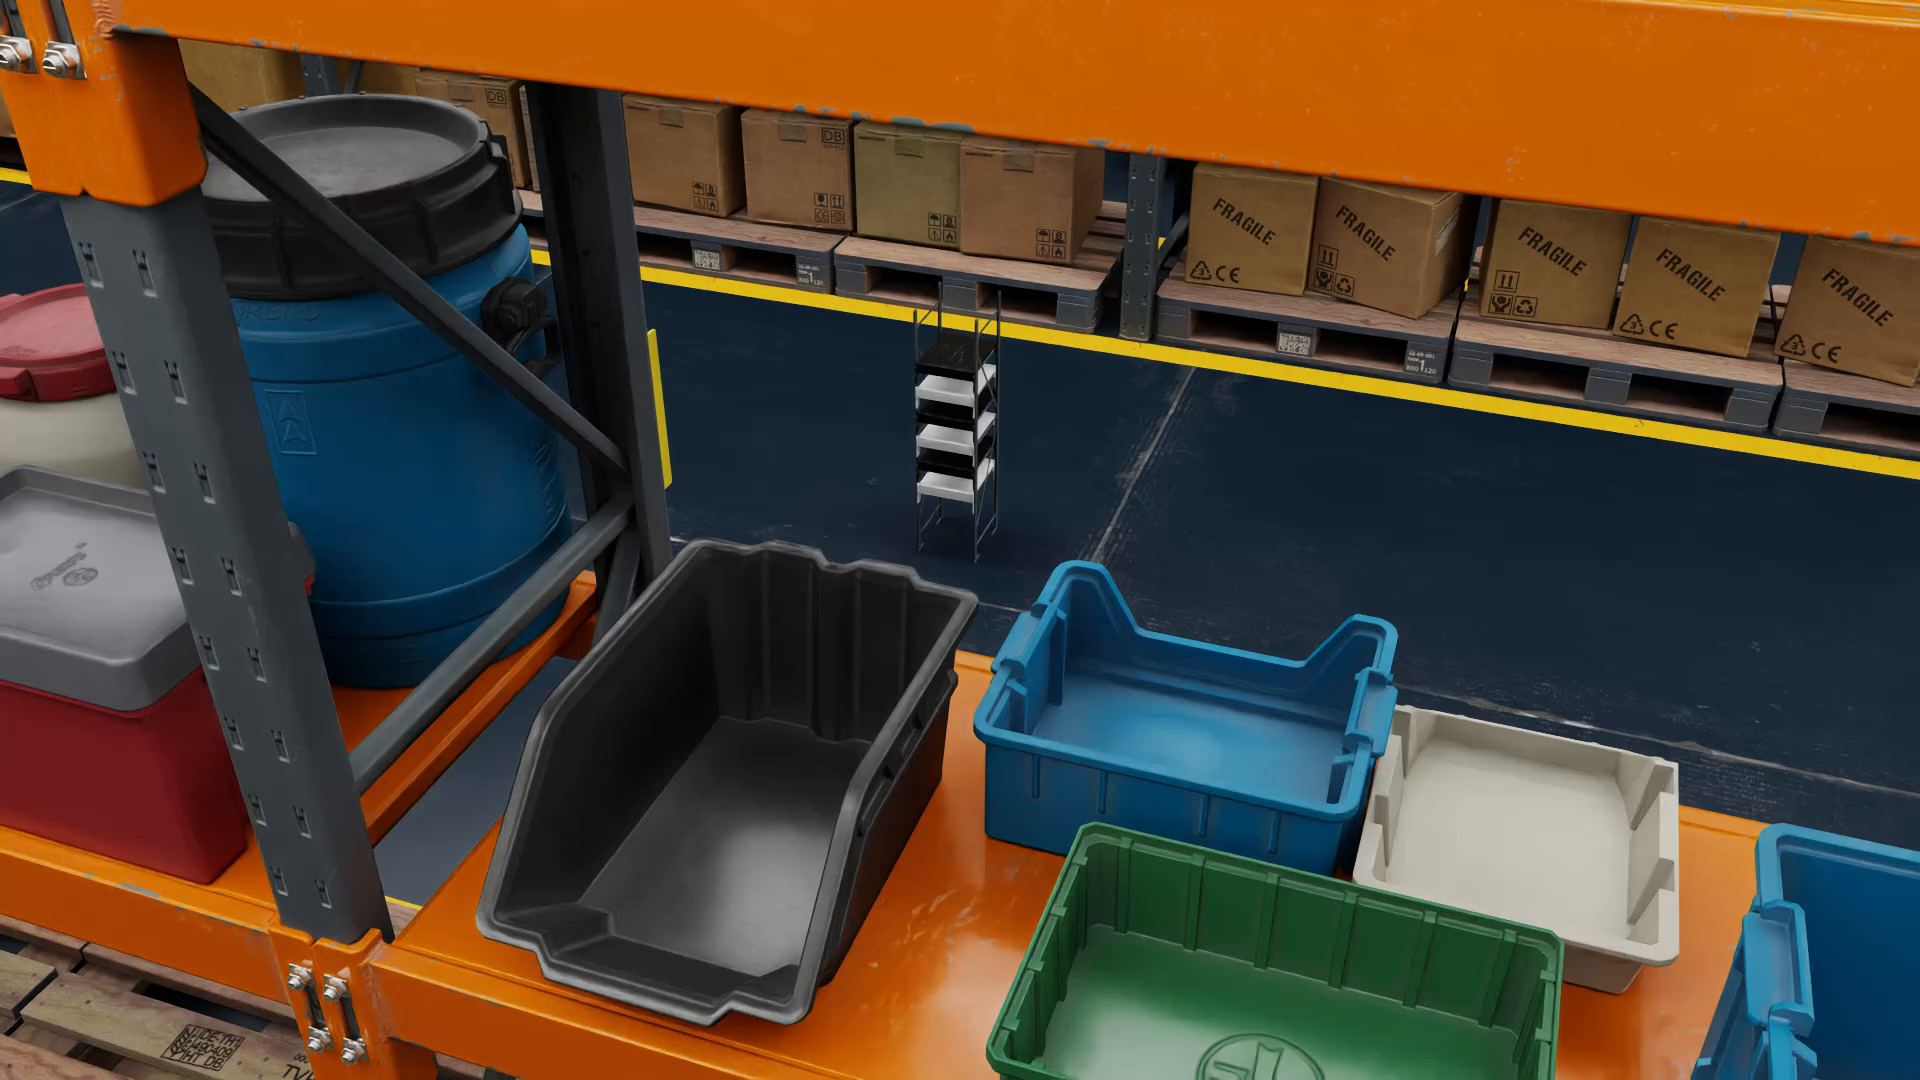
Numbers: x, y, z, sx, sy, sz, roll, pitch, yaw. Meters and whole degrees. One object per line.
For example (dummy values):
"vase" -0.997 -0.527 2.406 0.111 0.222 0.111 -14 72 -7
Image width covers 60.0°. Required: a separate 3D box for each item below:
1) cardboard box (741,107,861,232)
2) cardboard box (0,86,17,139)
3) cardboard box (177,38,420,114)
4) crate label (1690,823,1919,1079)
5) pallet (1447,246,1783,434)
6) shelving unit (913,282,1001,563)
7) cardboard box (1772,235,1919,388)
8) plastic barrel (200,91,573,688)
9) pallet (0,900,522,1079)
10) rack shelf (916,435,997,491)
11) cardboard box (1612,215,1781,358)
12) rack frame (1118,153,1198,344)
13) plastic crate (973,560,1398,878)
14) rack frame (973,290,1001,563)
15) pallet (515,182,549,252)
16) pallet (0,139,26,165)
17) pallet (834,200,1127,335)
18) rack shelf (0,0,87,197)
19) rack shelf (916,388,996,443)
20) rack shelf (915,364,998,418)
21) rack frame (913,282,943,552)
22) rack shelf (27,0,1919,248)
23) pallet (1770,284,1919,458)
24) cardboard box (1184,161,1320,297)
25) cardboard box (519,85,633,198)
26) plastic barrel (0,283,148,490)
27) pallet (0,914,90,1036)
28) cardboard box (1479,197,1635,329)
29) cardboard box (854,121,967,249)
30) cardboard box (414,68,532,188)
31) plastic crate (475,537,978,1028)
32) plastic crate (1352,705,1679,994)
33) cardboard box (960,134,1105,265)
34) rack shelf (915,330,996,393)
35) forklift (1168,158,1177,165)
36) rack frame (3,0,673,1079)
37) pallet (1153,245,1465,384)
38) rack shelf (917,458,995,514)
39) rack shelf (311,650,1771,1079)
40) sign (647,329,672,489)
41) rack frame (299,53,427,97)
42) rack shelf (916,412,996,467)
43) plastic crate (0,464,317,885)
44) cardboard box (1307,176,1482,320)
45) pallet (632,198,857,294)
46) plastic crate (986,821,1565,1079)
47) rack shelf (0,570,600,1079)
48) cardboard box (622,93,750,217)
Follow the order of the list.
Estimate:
"cardboard box" -0.638 -1.814 7.693 0.500 0.500 0.700 8 34 12
"cardboard box" -4.343 -2.677 8.702 0.875 0.875 1.225 11 34 17
"cardboard box" -3.506 -2.510 8.443 0.875 0.875 1.225 9 34 14
"crate label" 1.172 0.691 1.882 0.616 0.435 0.502 11 34 16
"pallet" 2.698 -0.858 6.884 1.213 0.211 1.003 11 34 16
"shelving unit" -0.008 -0.380 5.508 0.210 0.900 0.258 11 34 16
"cardboard box" 3.511 -0.966 6.398 0.500 0.500 0.500 21 38 29
"plastic barrel" -1.031 -0.264 2.931 0.708 0.901 0.600 11 34 16
"pallet" -1.522 1.220 3.666 1.213 0.211 1.003 11 34 16
"rack shelf" -0.008 -0.276 5.575 0.200 0.077 0.258 11 34 16
"cardboard box" 2.928 -1.090 6.590 0.500 0.500 0.500 14 35 21
"rack frame" 0.902 -2.357 6.635 0.127 3.000 1.000 11 34 16
"plastic crate" 0.364 0.299 2.659 0.616 0.251 0.499 11 34 16
"rack frame" 0.088 -0.361 5.479 0.006 0.900 0.240 11 34 16
"pallet" -2.129 -1.774 8.302 1.213 0.211 1.003 11 34 16
"pallet" -4.725 -2.324 9.155 1.213 0.211 1.003 11 34 16
"pallet" 0.168 -1.327 7.611 1.213 0.211 1.003 11 34 16
"rack shelf" -2.652 -1.152 2.666 4.000 0.370 1.077 11 34 16
"rack shelf" -0.008 -0.427 5.477 0.200 0.077 0.258 11 34 16
"rack shelf" -0.008 -0.503 5.429 0.200 0.077 0.258 11 34 16
"rack frame" -0.103 -0.398 5.537 0.006 0.900 0.240 11 34 16
"rack shelf" 1.114 -0.420 1.532 4.000 0.370 1.077 11 34 16
"pallet" 3.843 -0.634 6.537 1.213 0.211 1.003 11 34 16
"cardboard box" 1.265 -1.389 7.054 0.500 0.500 0.500 10 34 15
"cardboard box" -1.700 -2.016 8.006 0.500 0.500 0.700 8 34 12
"plastic barrel" -1.596 -0.172 3.126 0.433 0.535 0.433 0 33 0
"pallet" -2.674 0.997 4.010 1.213 0.211 1.003 11 34 16
"cardboard box" 2.418 -1.215 6.784 0.500 0.500 0.500 8 34 12
"cardboard box" -0.112 -1.712 7.535 0.500 0.500 0.700 11 34 16
"cardboard box" -2.226 -2.111 8.153 0.500 0.500 0.700 9 34 14
"plastic crate" -0.319 0.359 2.486 0.504 0.338 0.767 11 34 16
"plastic crate" 0.845 0.451 2.529 0.437 0.136 0.530 11 34 16
"cardboard box" 0.331 -1.615 7.385 0.500 0.500 0.700 8 34 13
"rack shelf" -0.008 -0.578 5.380 0.200 0.077 0.258 11 34 16
"forklift" 1.608 -3.919 9.117 1.130 2.935 3.031 3 33 4
"rack frame" -0.769 0.172 2.718 0.127 3.000 1.000 11 34 16
"pallet" 1.546 -1.080 7.229 1.213 0.211 1.003 11 34 16
"rack shelf" -0.008 -0.200 5.624 0.200 0.077 0.258 11 34 16
"rack shelf" 1.114 0.840 2.346 4.000 0.370 1.077 11 34 16
"sign" -0.573 -0.223 3.075 0.005 0.325 0.100 11 34 16
"rack frame" -2.864 -3.089 7.769 0.127 3.000 1.000 11 34 16
"rack shelf" -0.008 -0.352 5.526 0.200 0.077 0.258 11 34 16
"plastic crate" -1.328 0.213 2.596 0.583 0.464 0.402 11 34 16
"cardboard box" 1.807 -1.289 6.898 0.500 0.500 0.500 23 39 31
"pallet" -0.984 -1.549 7.955 1.213 0.211 1.003 11 34 16
"plastic crate" 0.413 0.654 2.167 0.662 0.188 0.450 11 34 16
"rack shelf" -2.652 0.108 3.480 4.000 0.370 1.077 11 34 16
"cardboard box" -1.164 -1.916 7.851 0.500 0.500 0.700 14 35 20
